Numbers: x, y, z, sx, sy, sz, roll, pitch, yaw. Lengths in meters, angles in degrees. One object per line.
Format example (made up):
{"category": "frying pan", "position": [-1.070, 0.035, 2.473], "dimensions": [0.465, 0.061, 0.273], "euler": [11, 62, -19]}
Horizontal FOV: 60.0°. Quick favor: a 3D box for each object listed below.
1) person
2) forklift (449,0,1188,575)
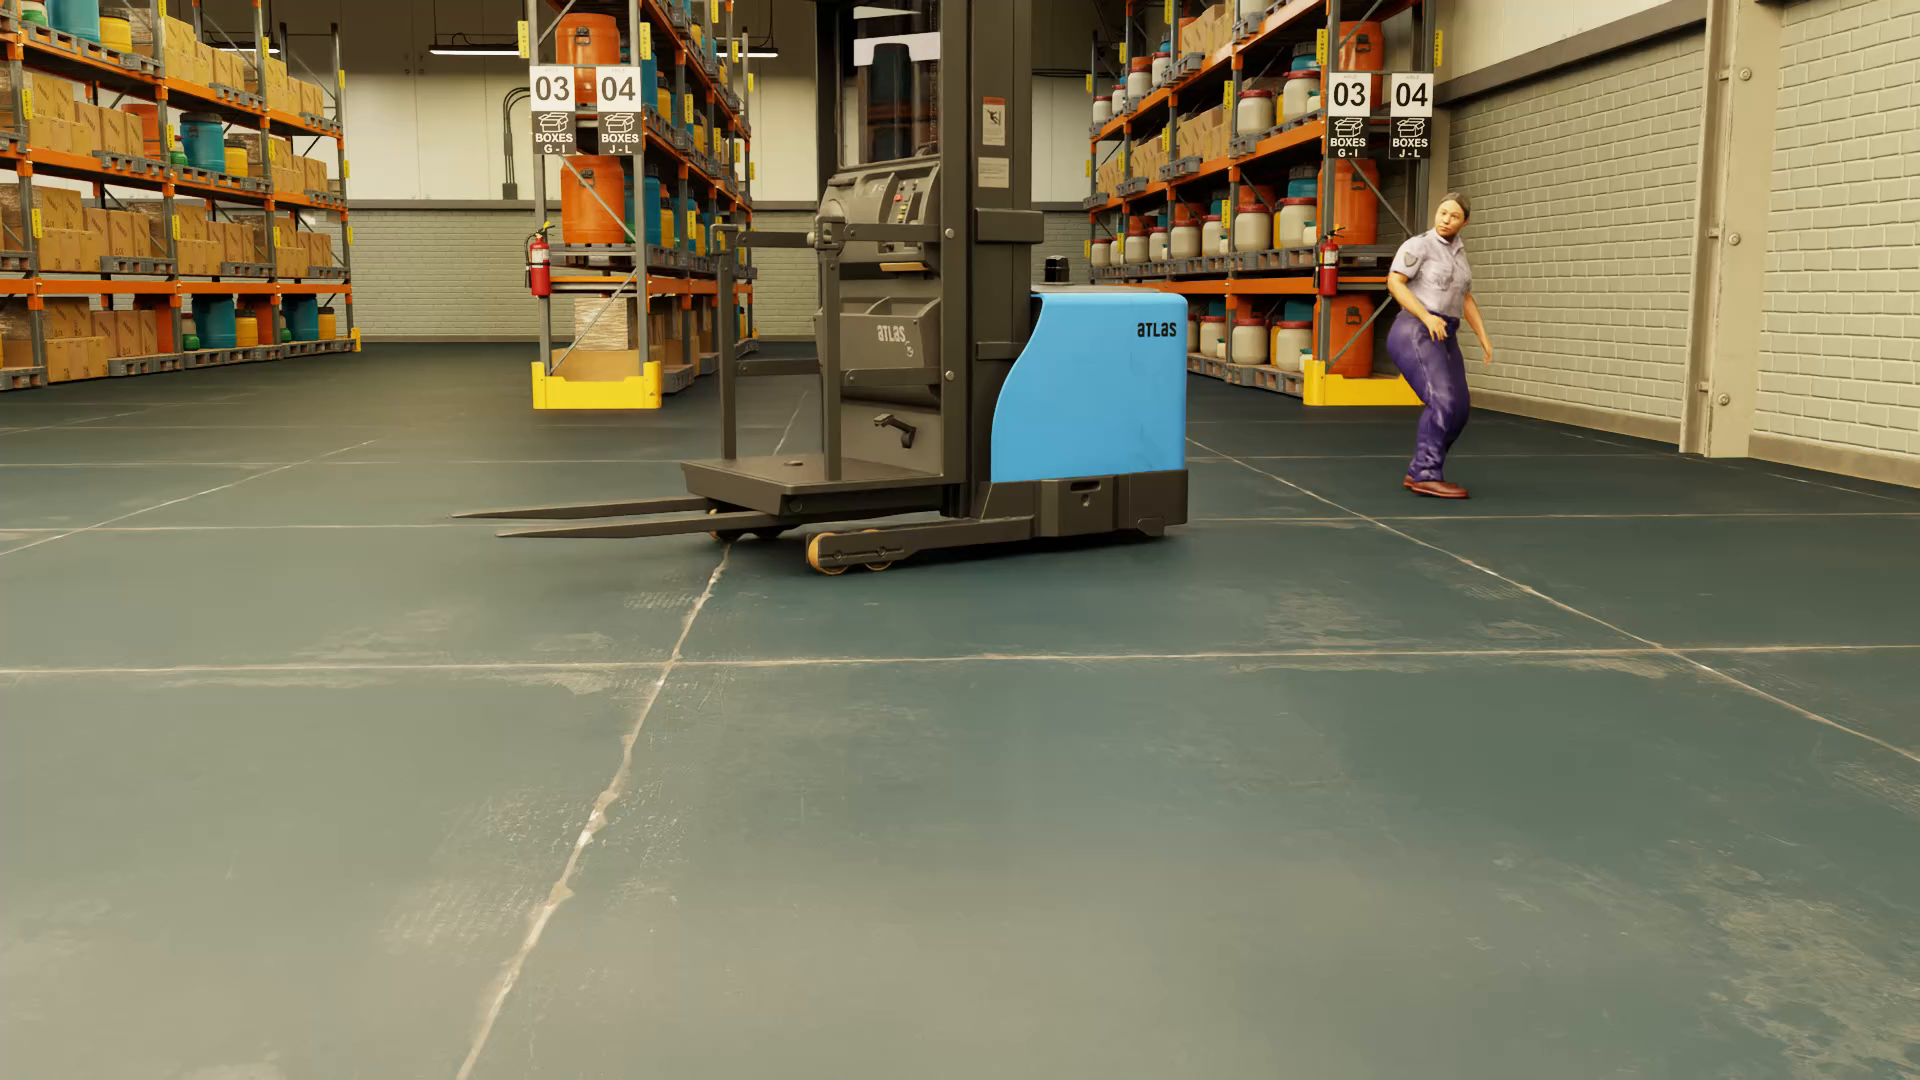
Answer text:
{"category": "person", "position": [2.597, -1.040, 8.924], "dimensions": [0.492, 1.603, 0.685], "euler": [8, 11, 43]}
{"category": "forklift", "position": [-0.521, -1.403, 6.779], "dimensions": [3.031, 2.935, 1.130], "euler": [-5, 10, -31]}
